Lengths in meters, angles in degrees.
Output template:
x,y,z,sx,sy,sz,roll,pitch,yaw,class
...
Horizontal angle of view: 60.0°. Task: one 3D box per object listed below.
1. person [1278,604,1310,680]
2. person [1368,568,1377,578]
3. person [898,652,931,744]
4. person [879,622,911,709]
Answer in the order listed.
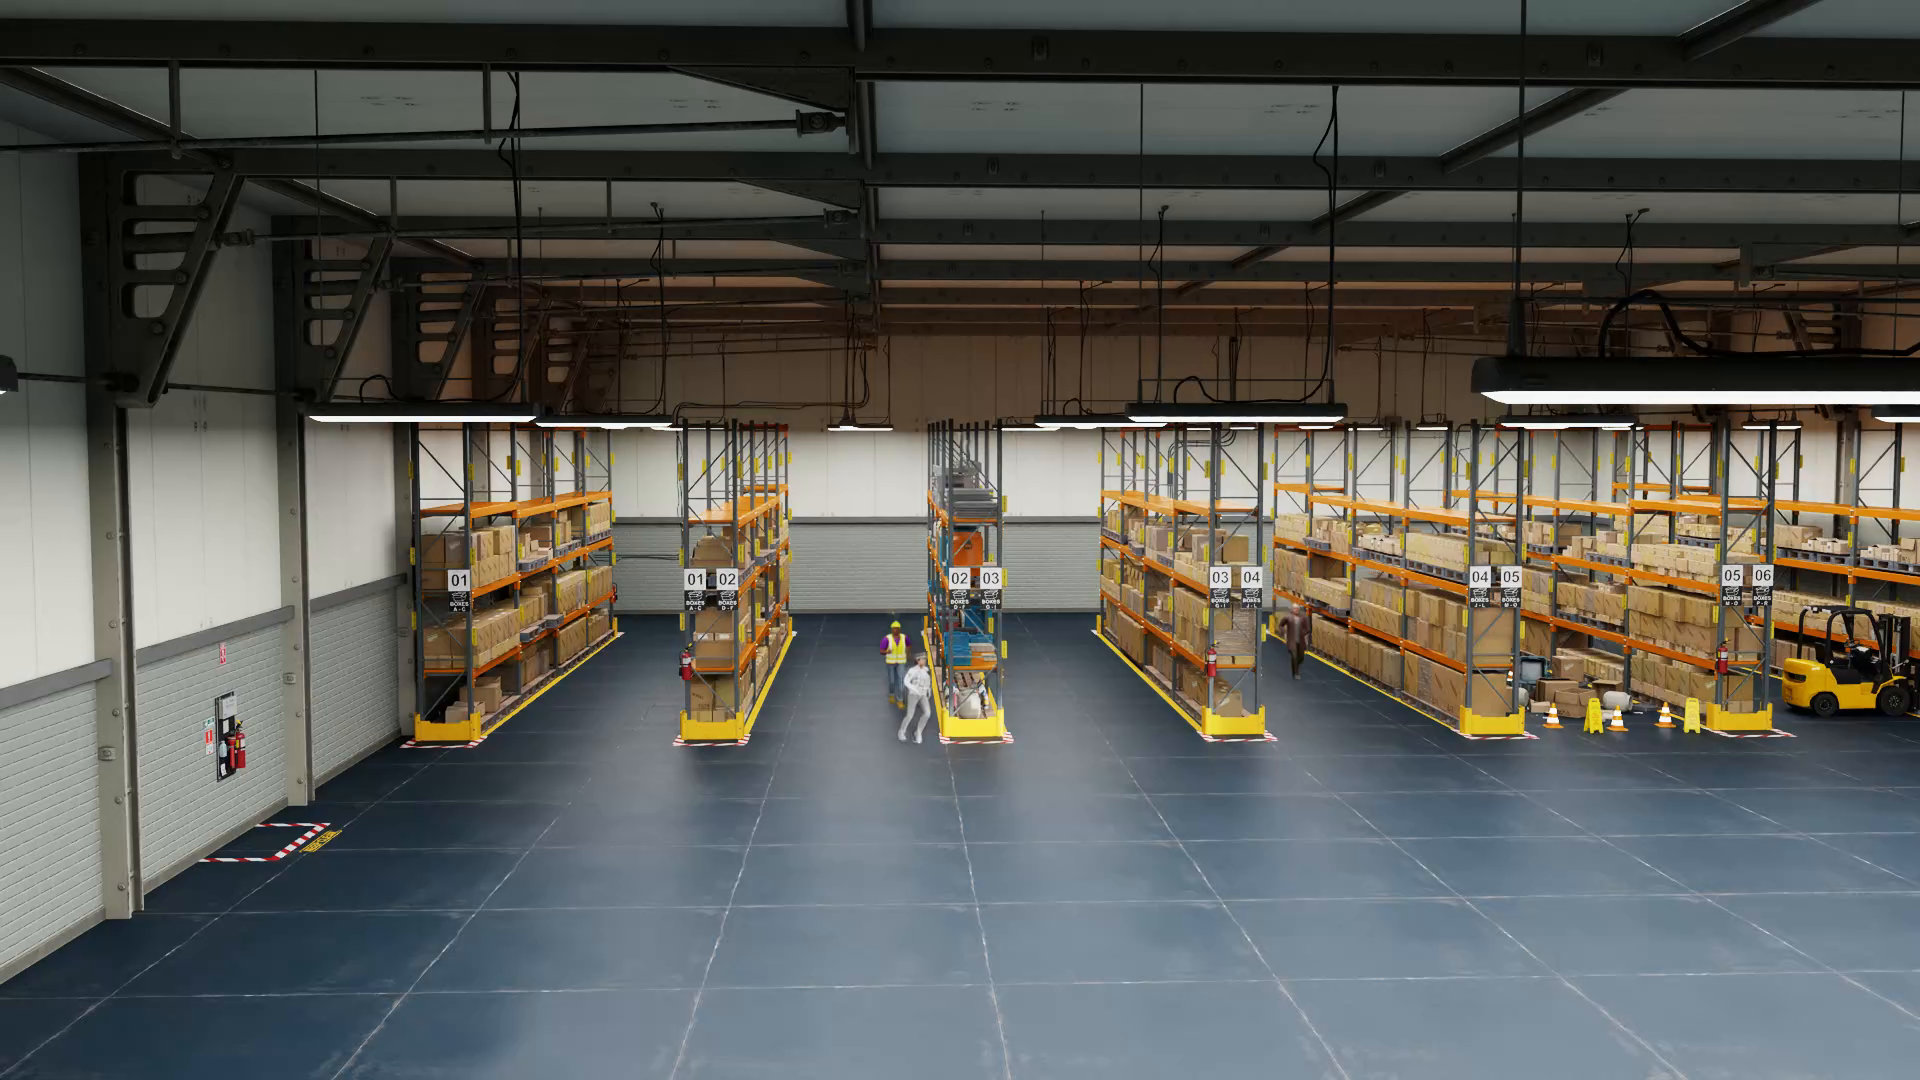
x,y,z,sx,sy,sz,roll,pitch,yaw,class
7.808,2.366,38.781,0.720,1.746,0.913,0,4,-5,person
12.284,1.718,49.322,0.912,1.777,0.674,0,4,7,person
-0.766,2.920,30.945,0.674,1.690,0.651,-2,4,-34,person
-1.334,2.584,34.711,0.700,1.765,0.917,-1,4,-9,person
